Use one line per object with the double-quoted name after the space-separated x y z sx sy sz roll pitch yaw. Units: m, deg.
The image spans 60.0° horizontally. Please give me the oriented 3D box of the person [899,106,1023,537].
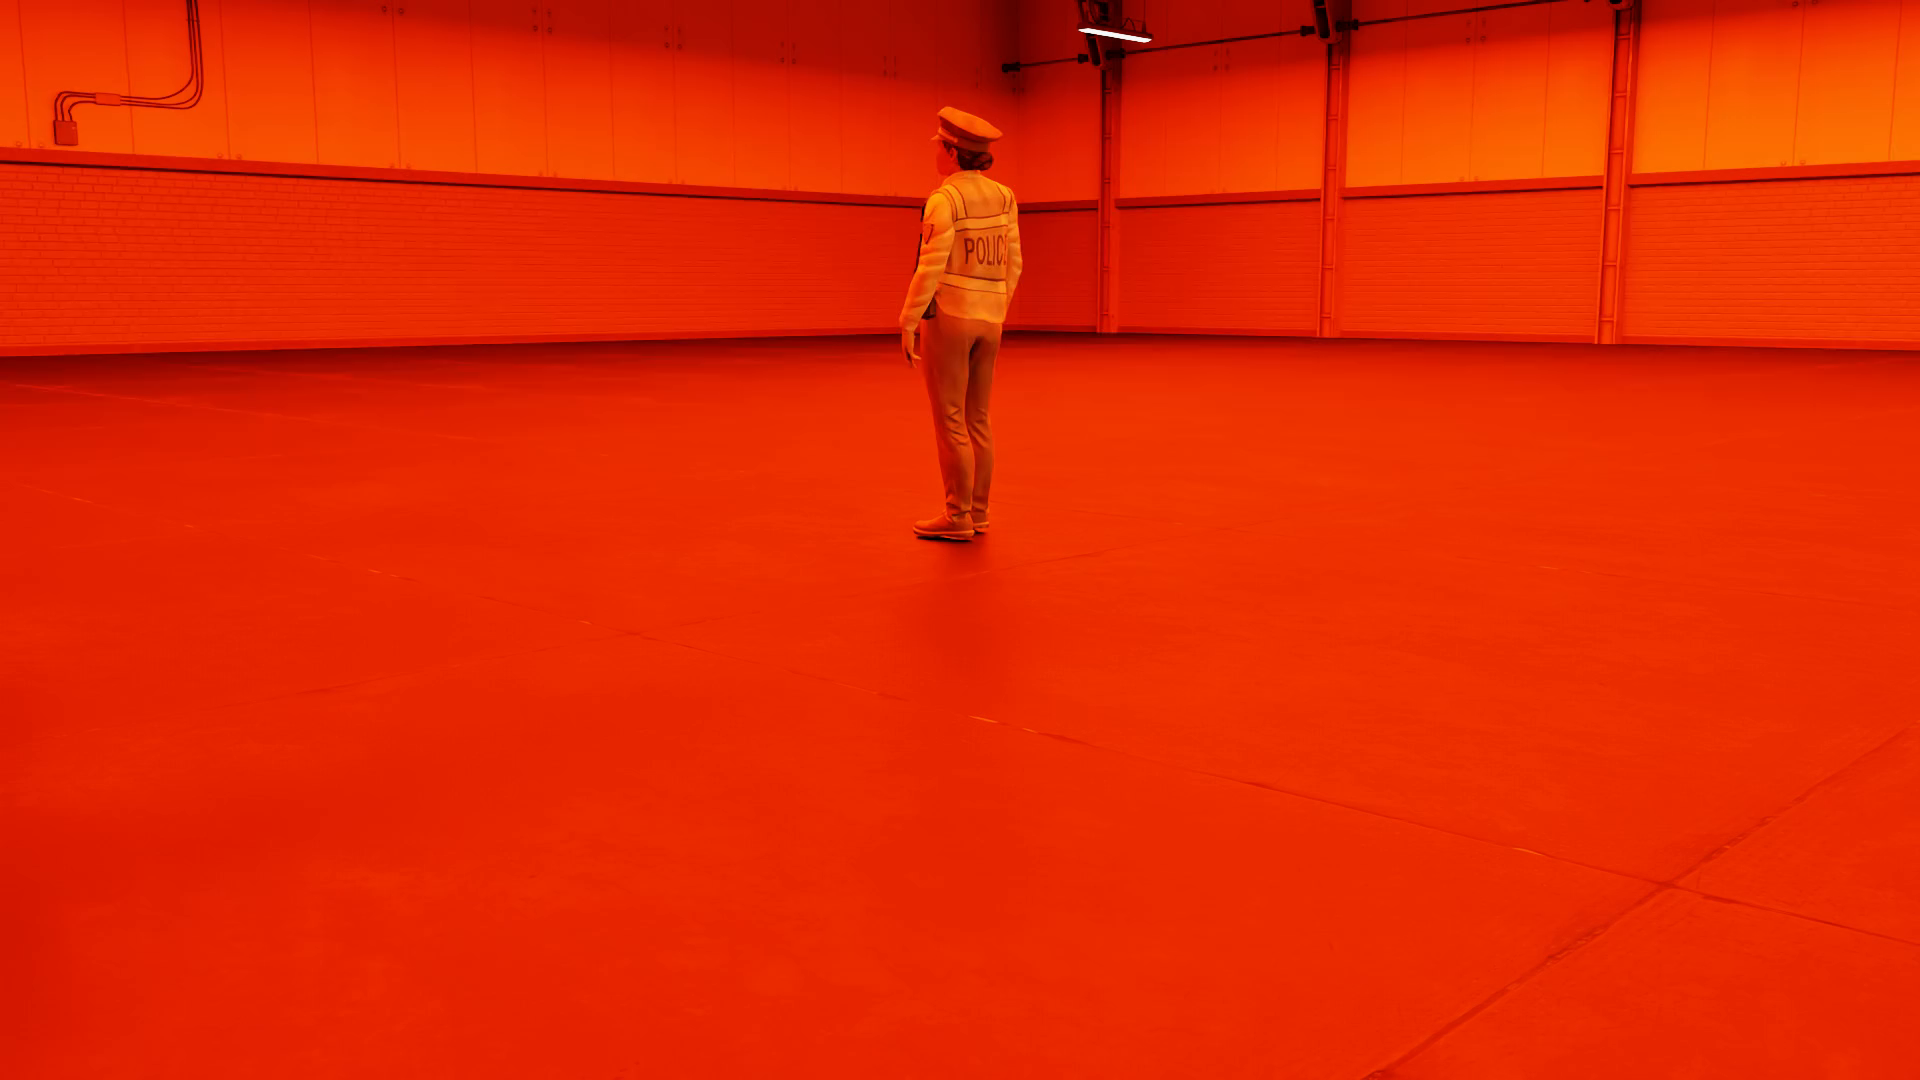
-0.045 -0.853 6.642 0.530 1.694 0.587 8 12 43 "person"
